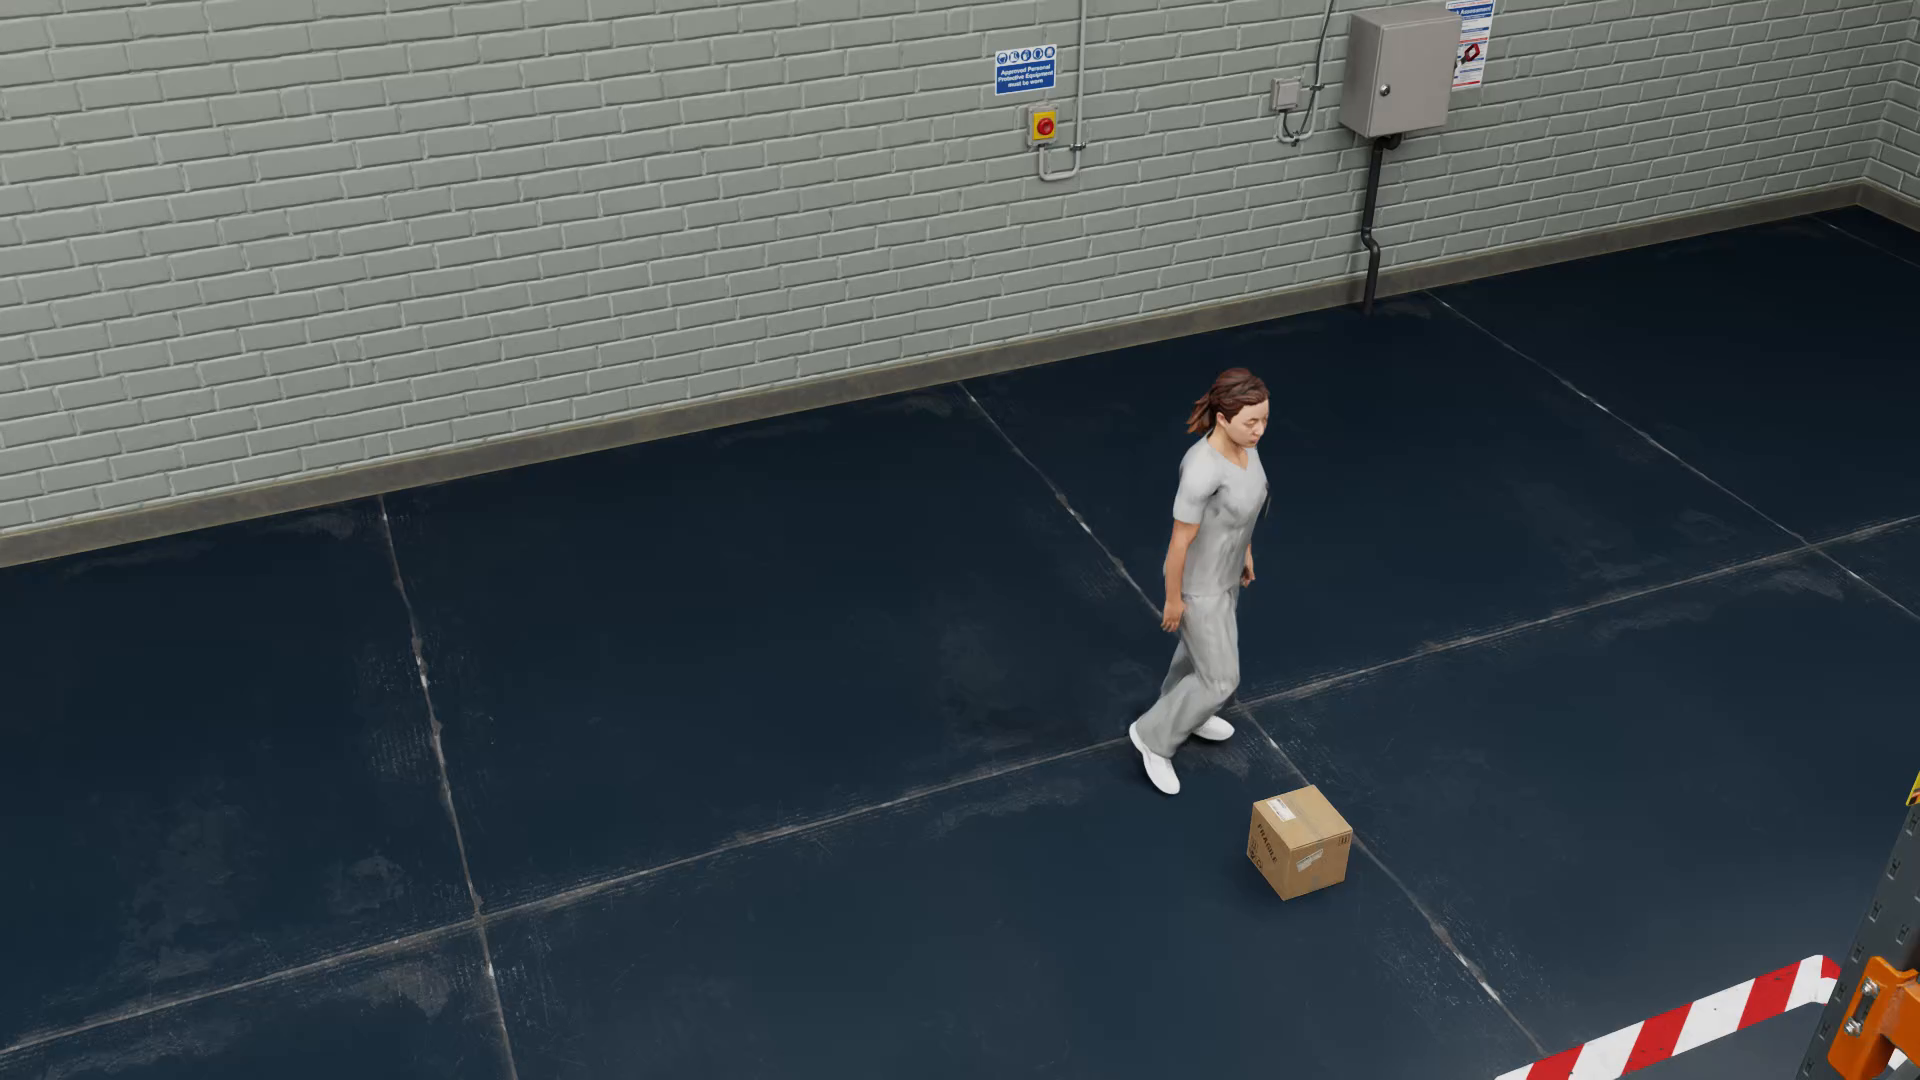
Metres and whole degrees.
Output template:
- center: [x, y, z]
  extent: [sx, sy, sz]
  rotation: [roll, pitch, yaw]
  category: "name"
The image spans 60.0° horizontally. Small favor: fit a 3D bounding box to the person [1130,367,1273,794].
- center: [0.881, 0.136, 5.923]
  extent: [0.407, 1.676, 0.497]
  rotation: [16, 37, 22]
  category: "person"
